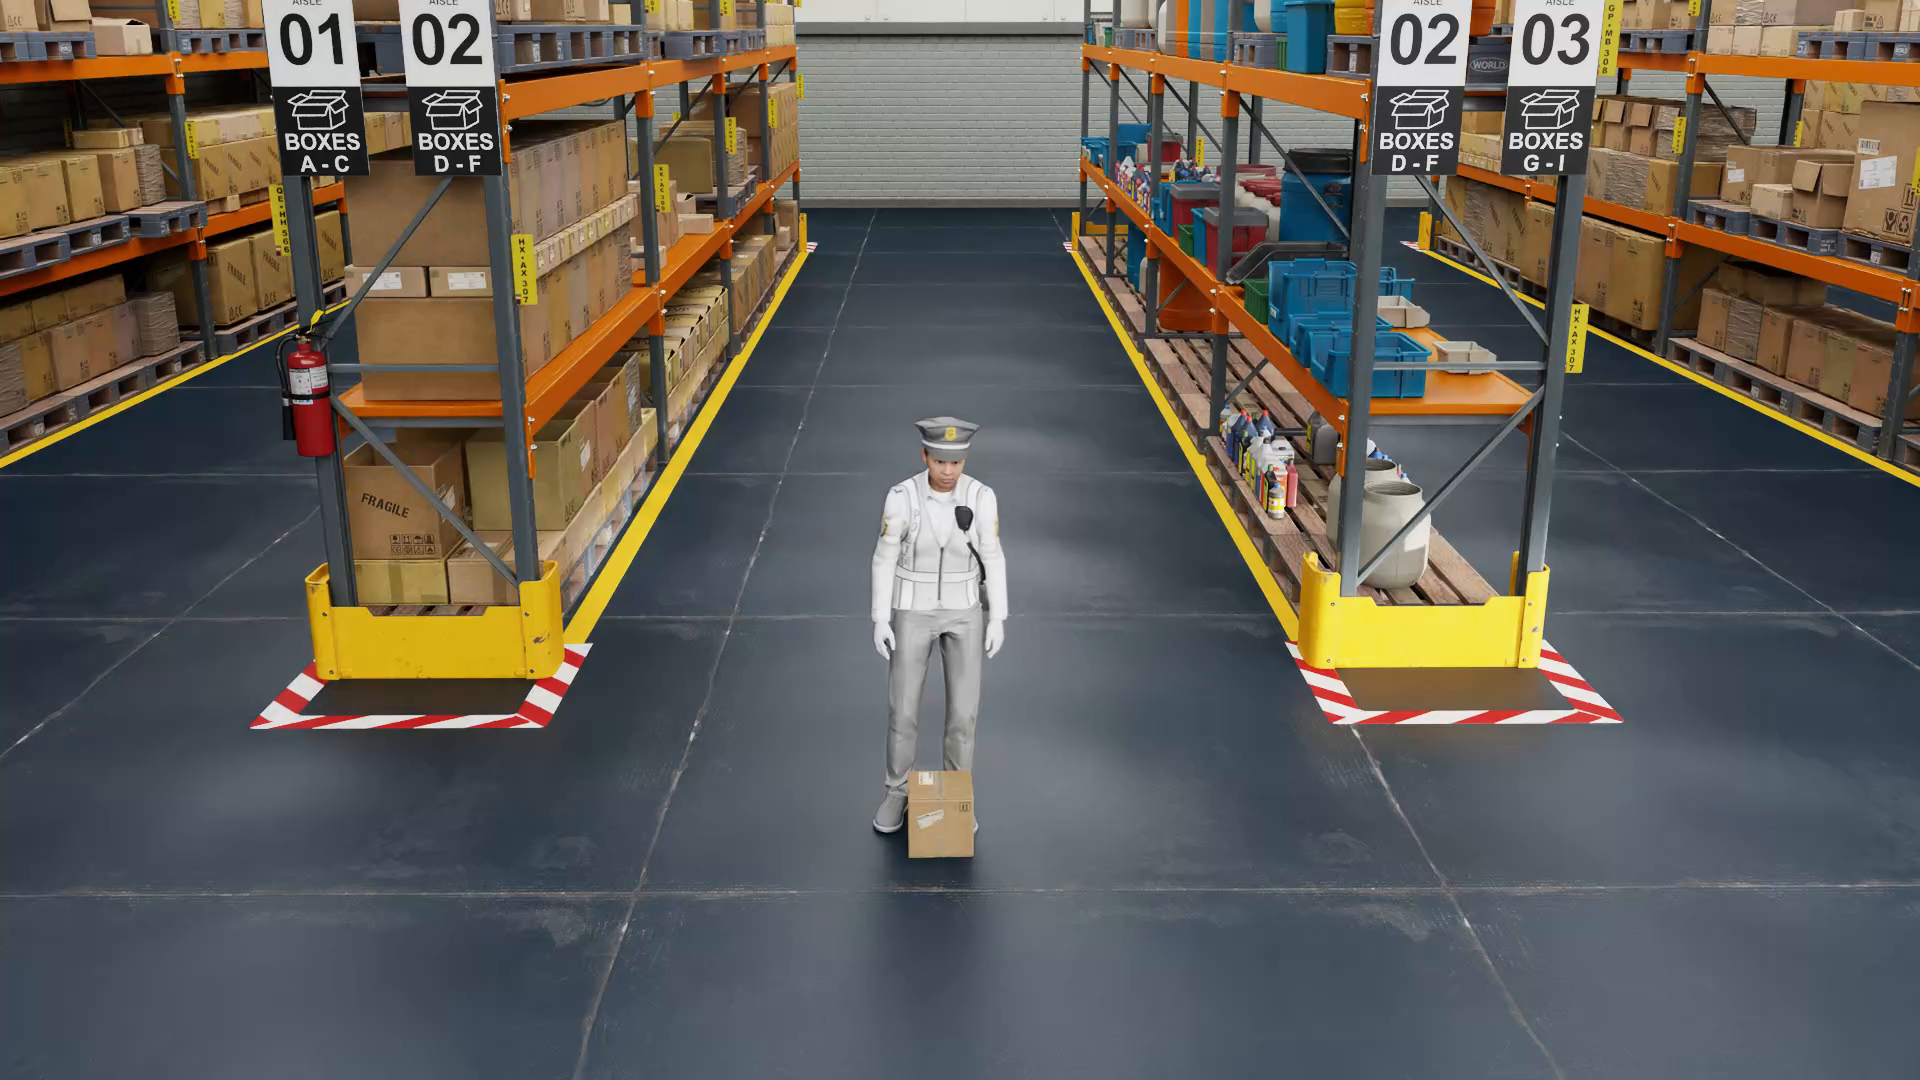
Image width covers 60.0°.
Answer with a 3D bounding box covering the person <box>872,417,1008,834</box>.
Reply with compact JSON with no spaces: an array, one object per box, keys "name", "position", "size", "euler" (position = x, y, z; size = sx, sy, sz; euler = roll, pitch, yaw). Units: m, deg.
[{"name":"person","position":[-0.081,0.327,6.488],"size":[0.543,1.662,0.416],"euler":[-1,17,-4]}]
